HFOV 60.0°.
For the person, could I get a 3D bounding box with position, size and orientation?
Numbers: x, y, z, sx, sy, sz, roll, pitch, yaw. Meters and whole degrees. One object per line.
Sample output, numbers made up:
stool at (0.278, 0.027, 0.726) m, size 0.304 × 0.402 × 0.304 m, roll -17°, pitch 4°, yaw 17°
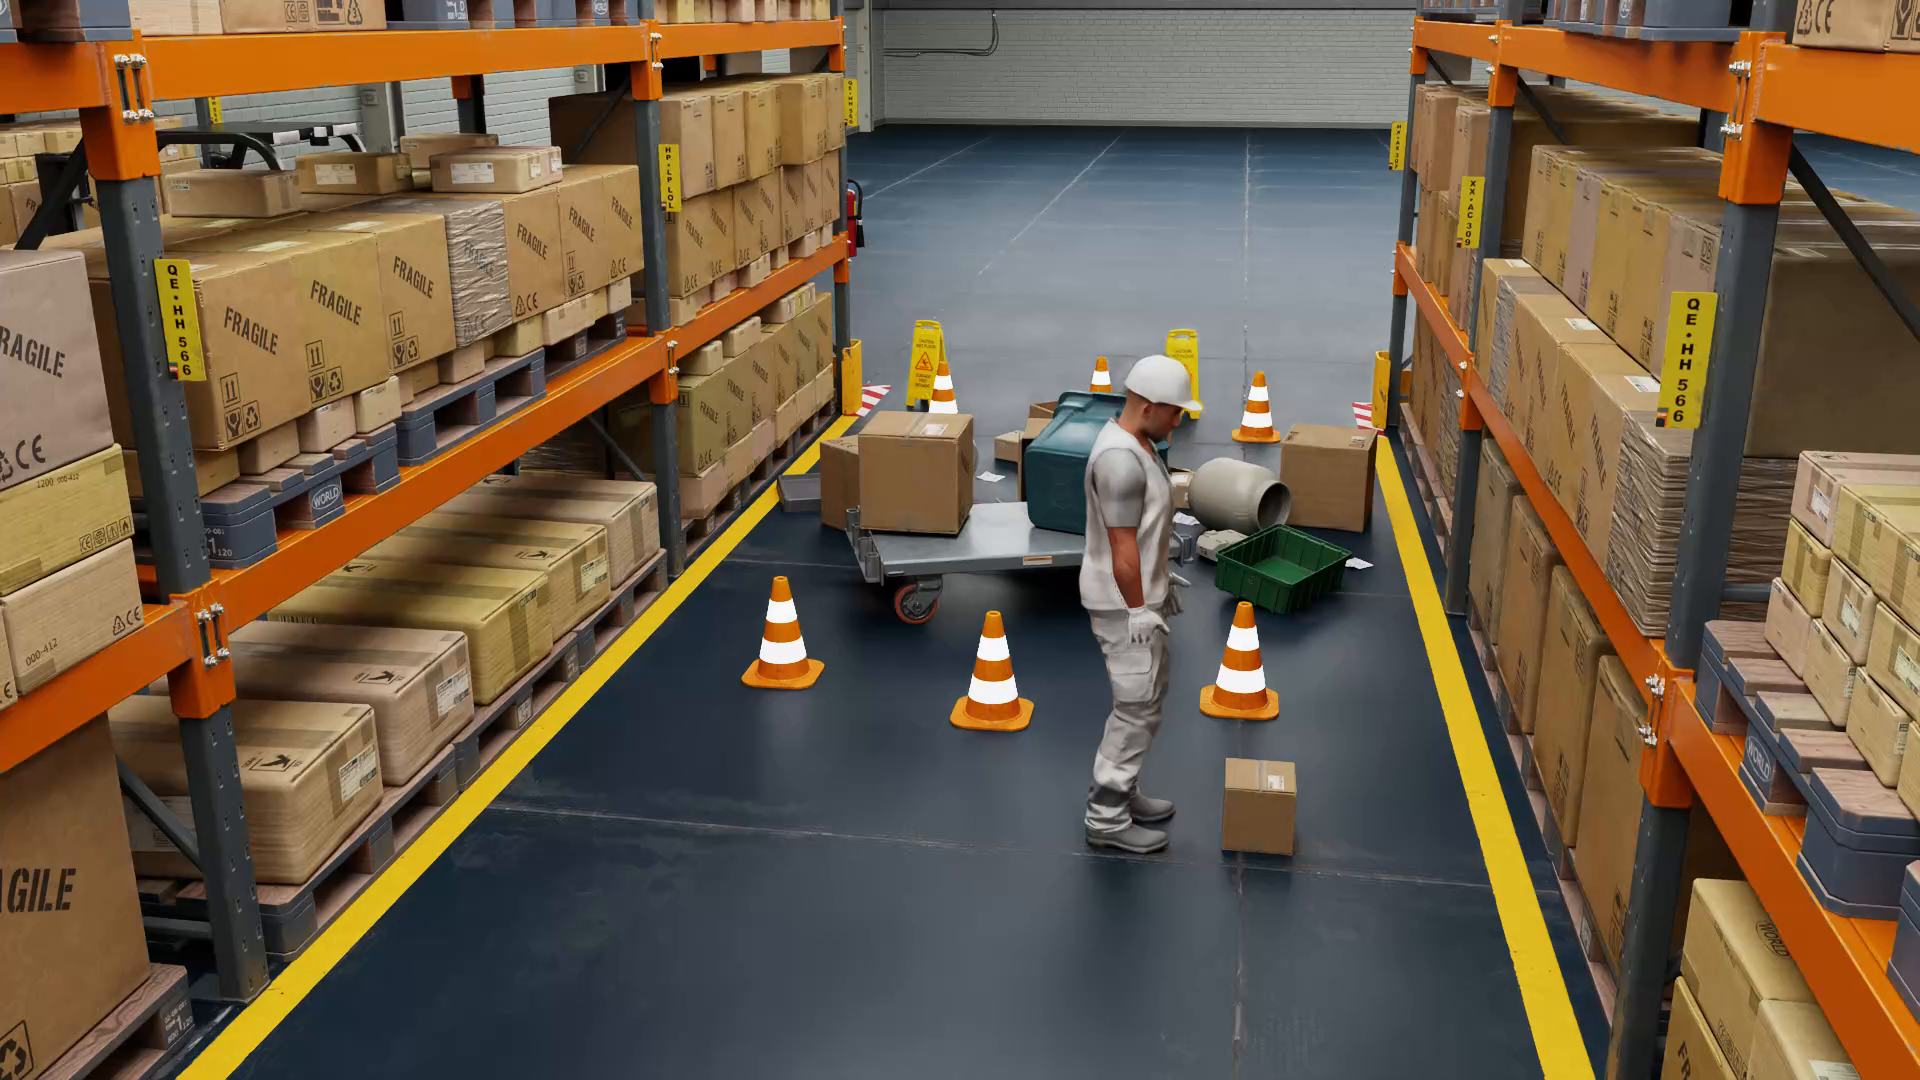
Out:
person at (0.626, 0.217, 5.877) m, size 0.400 × 1.763 × 0.534 m, roll 3°, pitch 18°, yaw 10°
